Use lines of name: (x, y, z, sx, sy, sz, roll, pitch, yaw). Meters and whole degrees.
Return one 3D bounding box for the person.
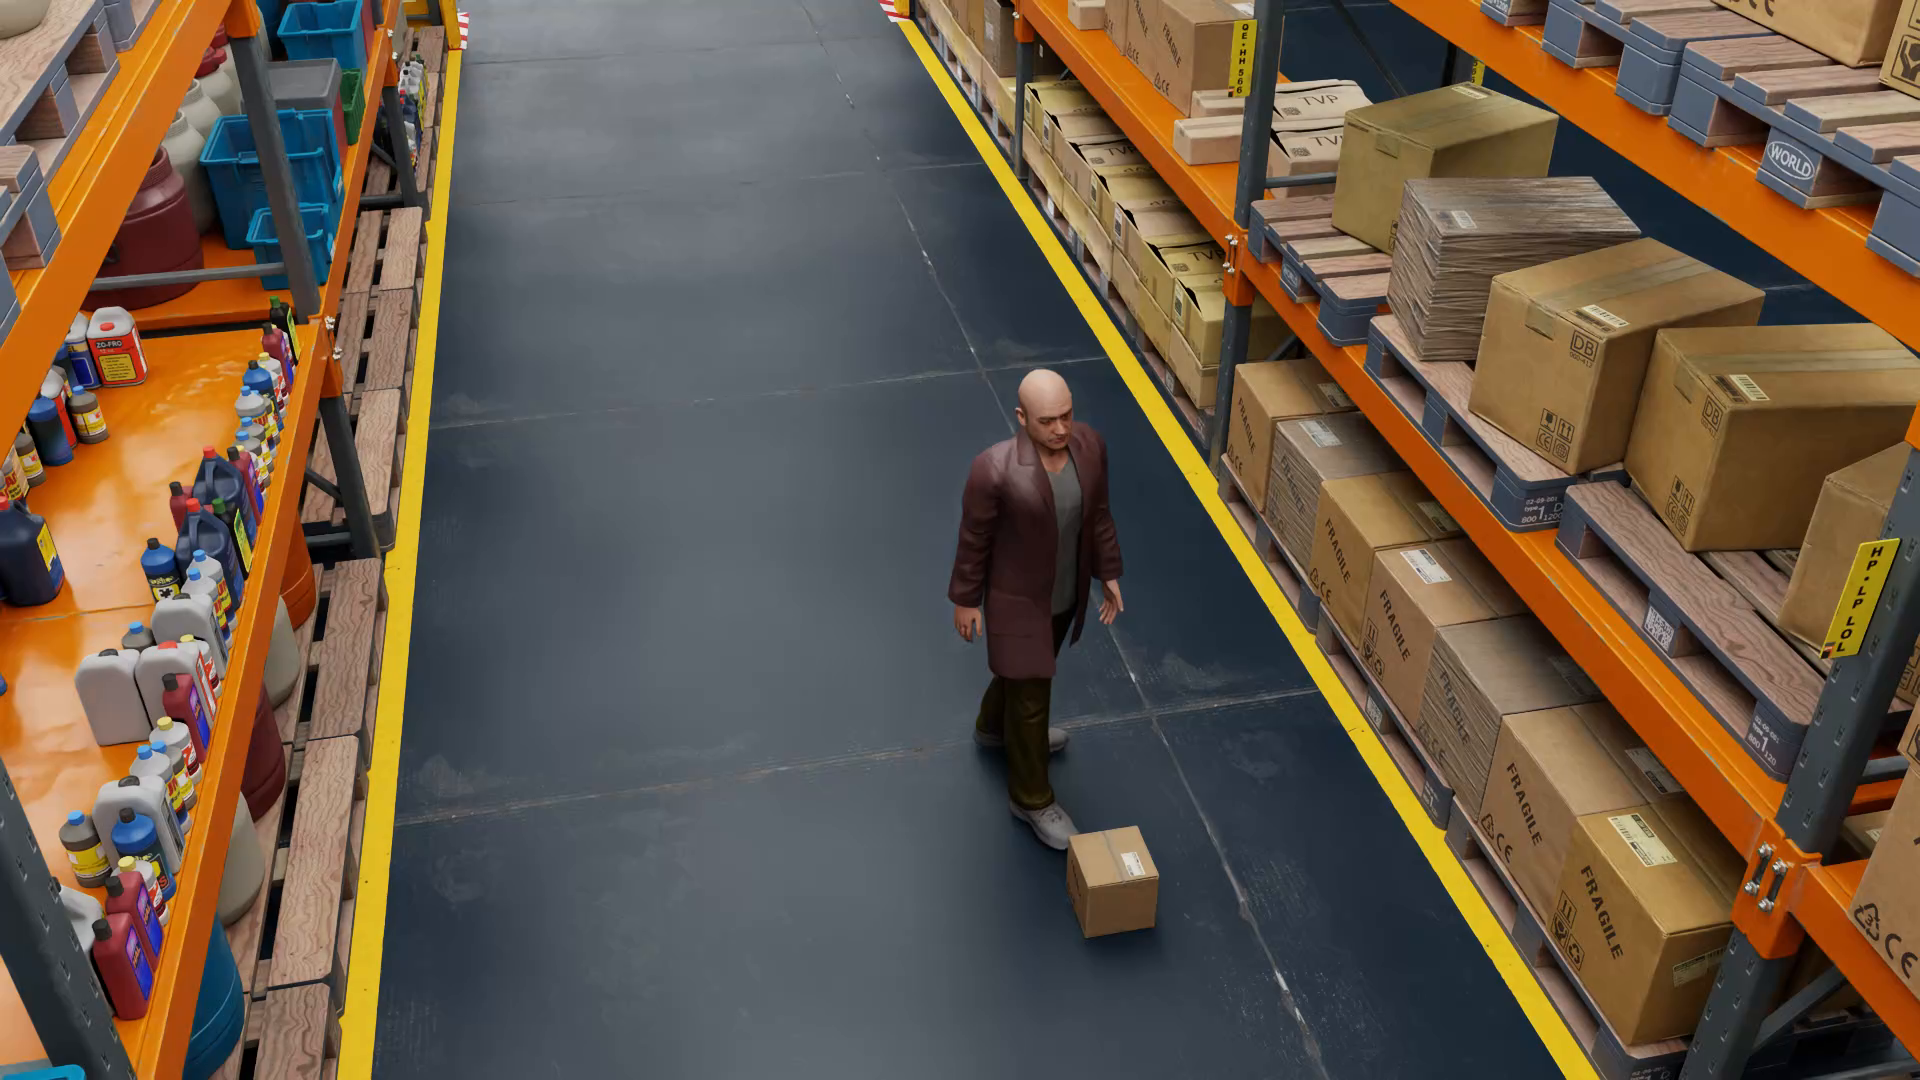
person: (0.311, 0.199, 5.844, 0.590, 1.770, 0.736, -25, 41, -32)
